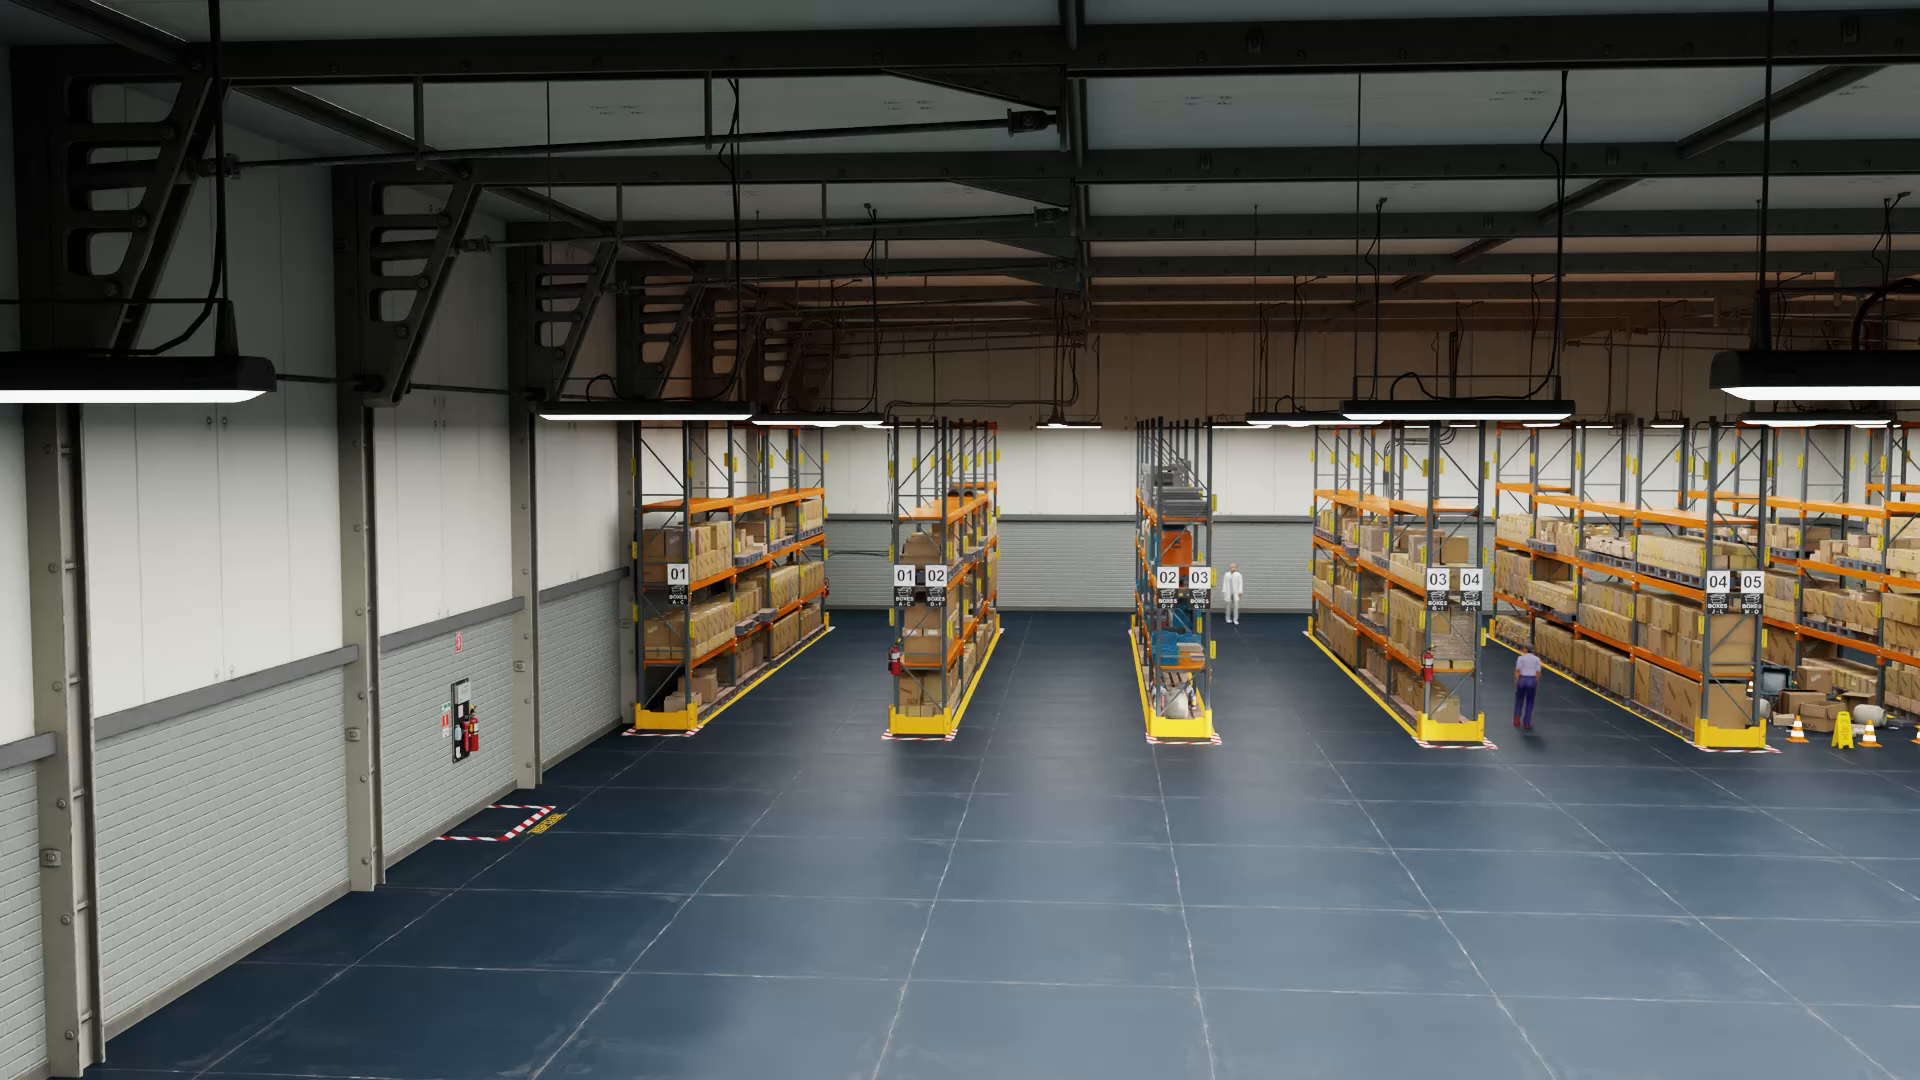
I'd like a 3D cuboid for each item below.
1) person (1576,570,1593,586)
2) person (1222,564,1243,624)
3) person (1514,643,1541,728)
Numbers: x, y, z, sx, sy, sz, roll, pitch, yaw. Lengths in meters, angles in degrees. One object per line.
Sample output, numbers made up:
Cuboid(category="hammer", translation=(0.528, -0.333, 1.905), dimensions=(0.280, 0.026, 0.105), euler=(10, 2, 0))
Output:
Cuboid(category="person", translation=(18.073, 1.746, 47.794), dimensions=(0.701, 1.733, 0.403), euler=(1, 4, 13))
Cuboid(category="person", translation=(8.136, 1.608, 49.656), dimensions=(0.590, 1.795, 0.584), euler=(0, 4, 5))
Cuboid(category="person", translation=(10.932, 2.805, 32.036), dimensions=(0.479, 1.638, 0.455), euler=(3, 5, 36))
